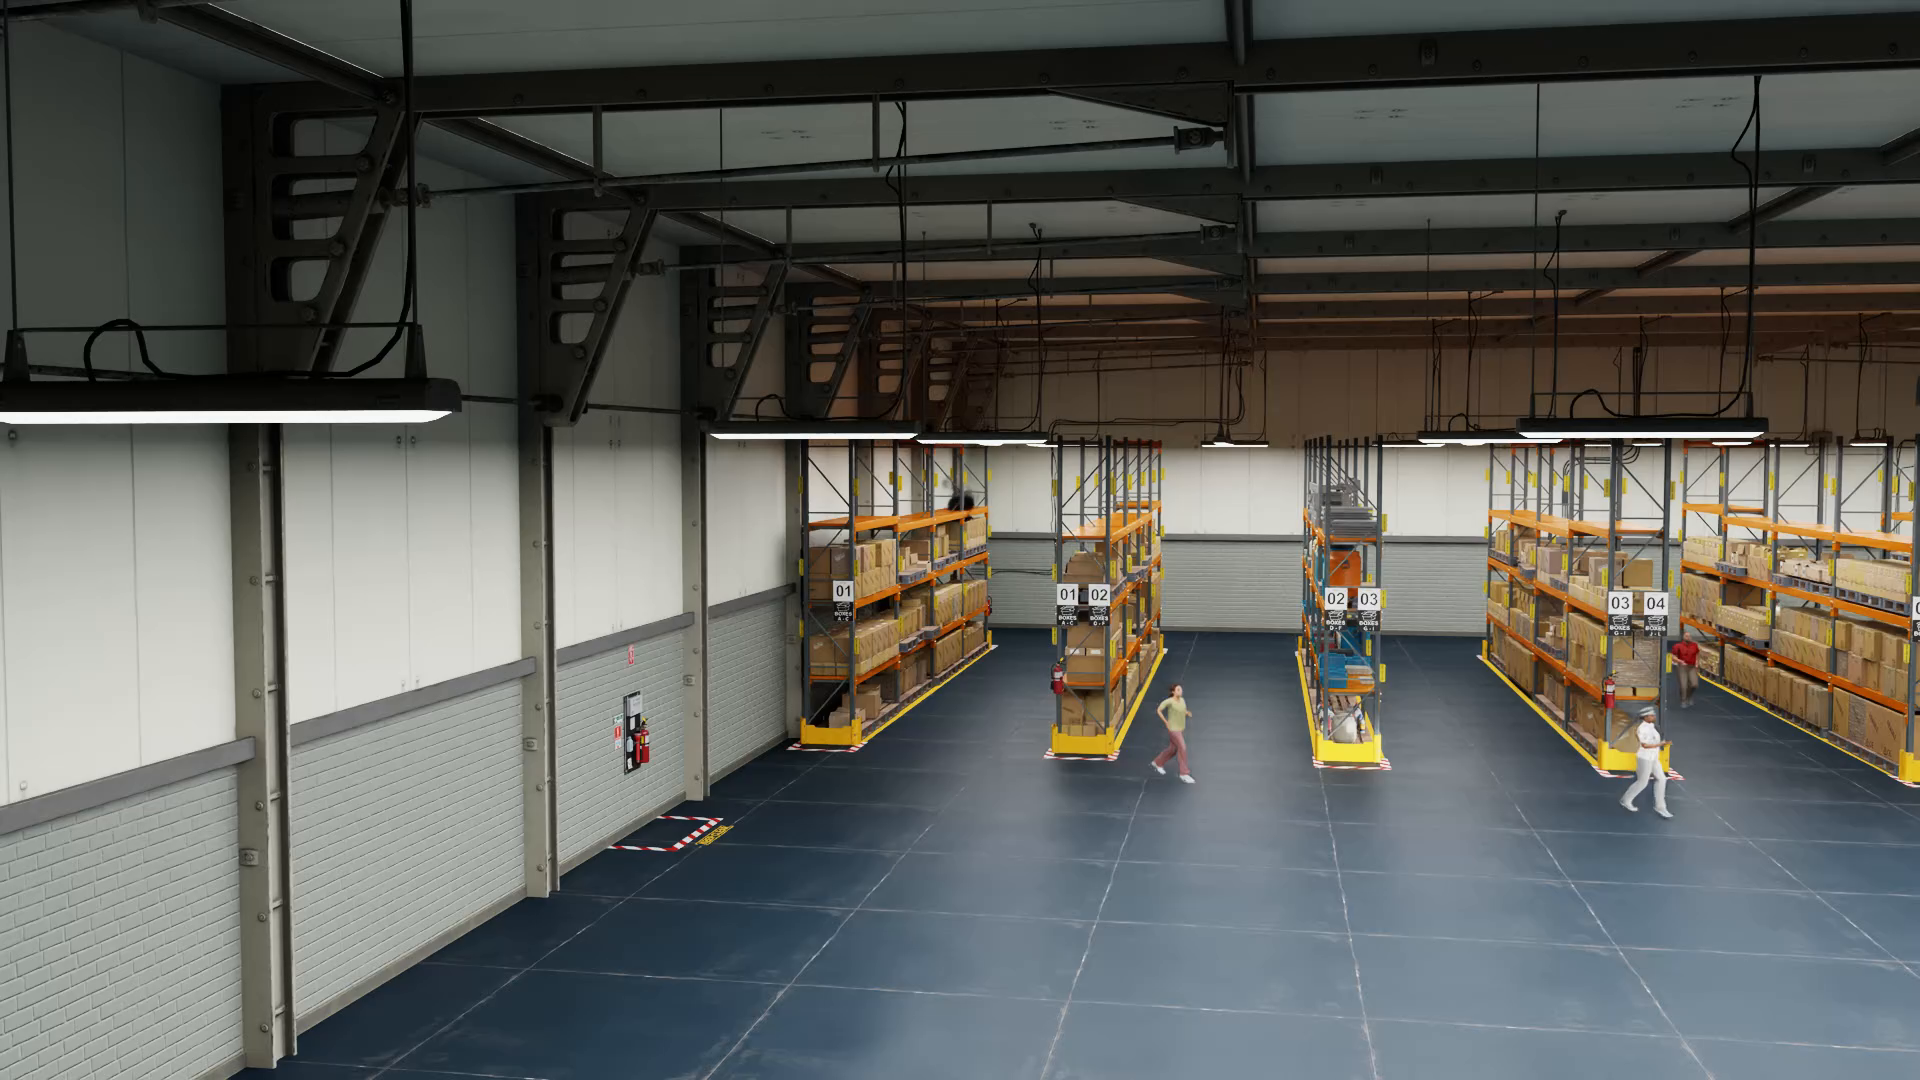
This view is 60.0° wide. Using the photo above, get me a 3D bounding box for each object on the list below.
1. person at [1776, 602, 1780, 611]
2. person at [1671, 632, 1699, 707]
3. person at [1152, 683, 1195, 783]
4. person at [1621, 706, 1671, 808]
[{"bbox_3d":[20.773,2.739,39.682,1.299,1.692,12.510,1,3,18],"label":"person"},{"bbox_3d":[16.108,2.881,36.851,0.662,1.685,0.593,0,3,5],"label":"person"},{"bbox_3d":[3.737,3.320,28.904,0.896,1.691,0.559,3,4,41],"label":"person"},{"bbox_3d":[10.743,3.383,26.000,0.719,1.597,0.566,2,4,39],"label":"person"}]
